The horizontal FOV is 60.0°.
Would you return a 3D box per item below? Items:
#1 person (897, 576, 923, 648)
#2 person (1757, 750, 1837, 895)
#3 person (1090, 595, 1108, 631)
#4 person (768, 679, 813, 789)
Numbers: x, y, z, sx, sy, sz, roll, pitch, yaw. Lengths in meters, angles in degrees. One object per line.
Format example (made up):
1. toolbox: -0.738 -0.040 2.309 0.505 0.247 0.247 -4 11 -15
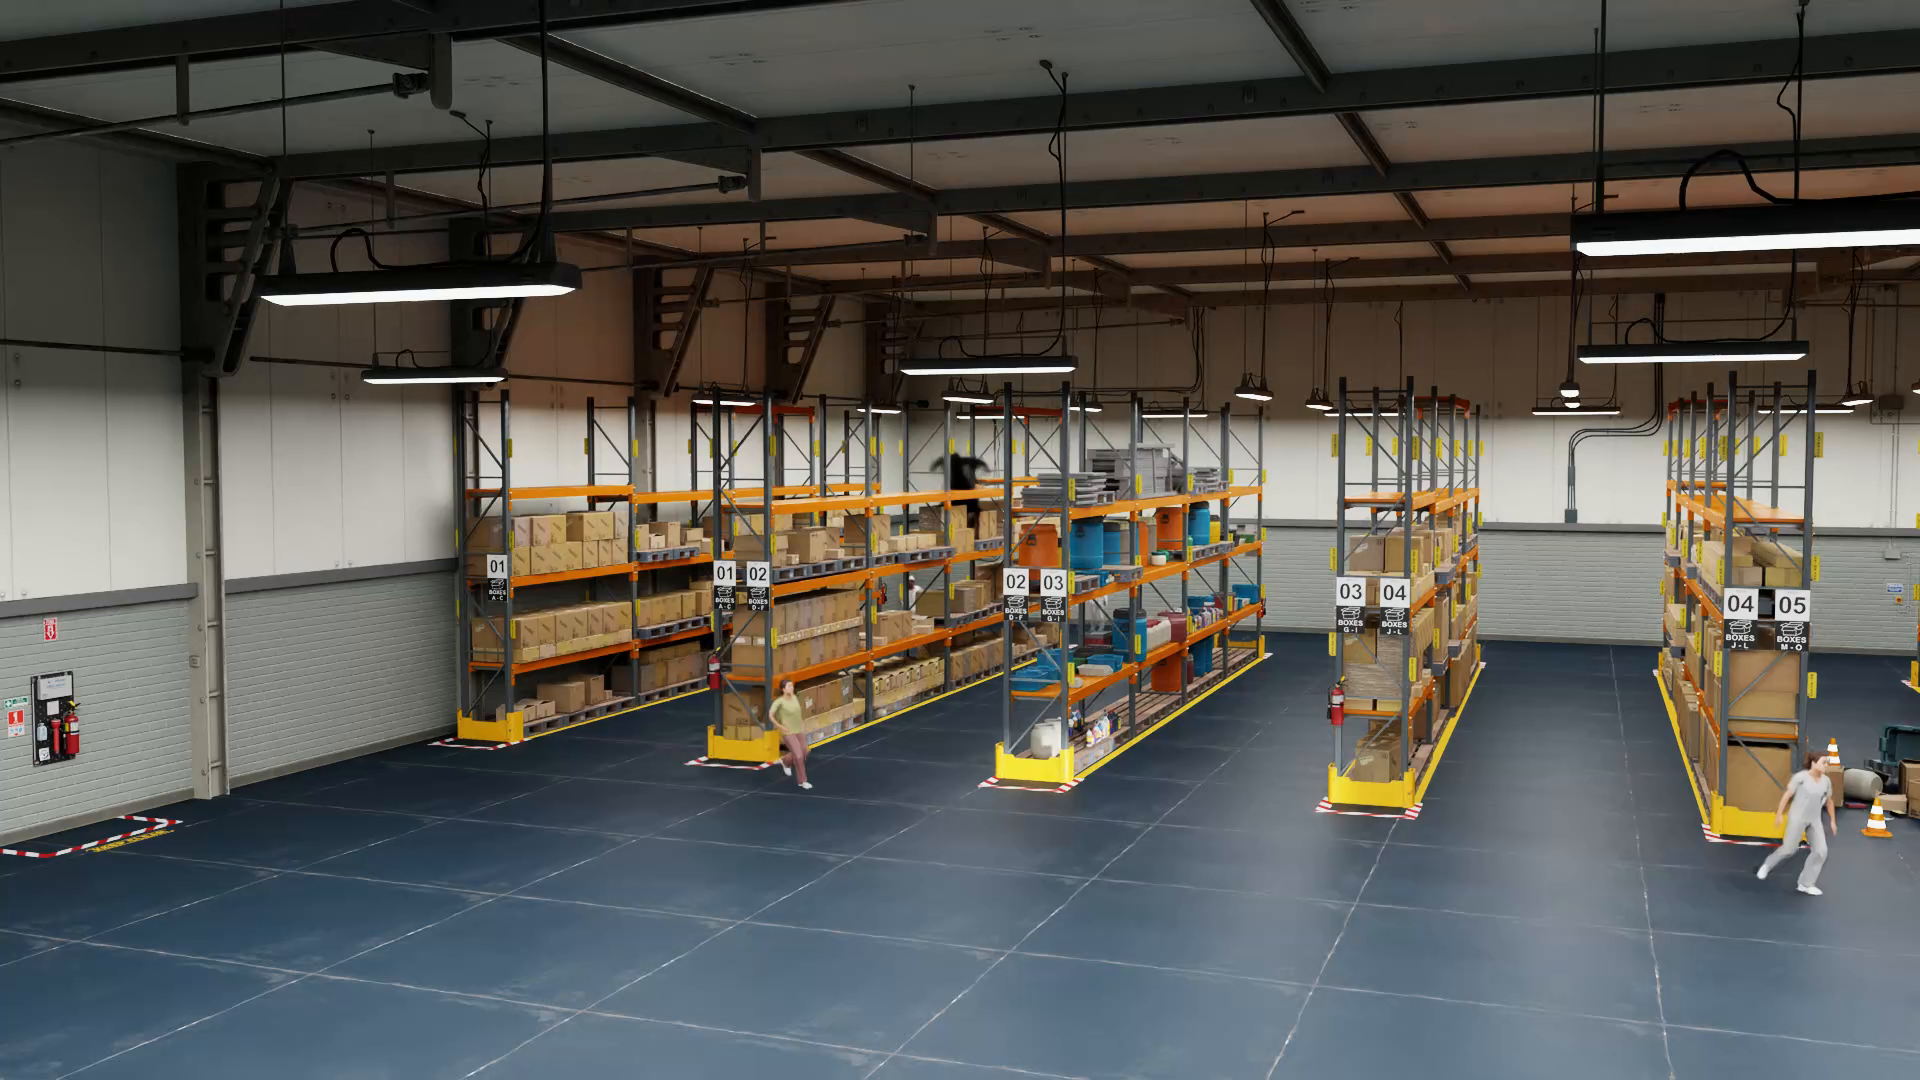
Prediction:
1. person: -1.257 1.804 41.971 0.643 1.822 0.763 0 3 9
2. person: 9.496 3.152 18.848 0.629 1.612 0.725 -1 3 -11
3. person: 3.615 1.730 43.659 0.604 1.714 0.893 0 3 -4
4. person: -2.553 2.846 24.547 0.576 1.621 0.748 -3 4 -42
